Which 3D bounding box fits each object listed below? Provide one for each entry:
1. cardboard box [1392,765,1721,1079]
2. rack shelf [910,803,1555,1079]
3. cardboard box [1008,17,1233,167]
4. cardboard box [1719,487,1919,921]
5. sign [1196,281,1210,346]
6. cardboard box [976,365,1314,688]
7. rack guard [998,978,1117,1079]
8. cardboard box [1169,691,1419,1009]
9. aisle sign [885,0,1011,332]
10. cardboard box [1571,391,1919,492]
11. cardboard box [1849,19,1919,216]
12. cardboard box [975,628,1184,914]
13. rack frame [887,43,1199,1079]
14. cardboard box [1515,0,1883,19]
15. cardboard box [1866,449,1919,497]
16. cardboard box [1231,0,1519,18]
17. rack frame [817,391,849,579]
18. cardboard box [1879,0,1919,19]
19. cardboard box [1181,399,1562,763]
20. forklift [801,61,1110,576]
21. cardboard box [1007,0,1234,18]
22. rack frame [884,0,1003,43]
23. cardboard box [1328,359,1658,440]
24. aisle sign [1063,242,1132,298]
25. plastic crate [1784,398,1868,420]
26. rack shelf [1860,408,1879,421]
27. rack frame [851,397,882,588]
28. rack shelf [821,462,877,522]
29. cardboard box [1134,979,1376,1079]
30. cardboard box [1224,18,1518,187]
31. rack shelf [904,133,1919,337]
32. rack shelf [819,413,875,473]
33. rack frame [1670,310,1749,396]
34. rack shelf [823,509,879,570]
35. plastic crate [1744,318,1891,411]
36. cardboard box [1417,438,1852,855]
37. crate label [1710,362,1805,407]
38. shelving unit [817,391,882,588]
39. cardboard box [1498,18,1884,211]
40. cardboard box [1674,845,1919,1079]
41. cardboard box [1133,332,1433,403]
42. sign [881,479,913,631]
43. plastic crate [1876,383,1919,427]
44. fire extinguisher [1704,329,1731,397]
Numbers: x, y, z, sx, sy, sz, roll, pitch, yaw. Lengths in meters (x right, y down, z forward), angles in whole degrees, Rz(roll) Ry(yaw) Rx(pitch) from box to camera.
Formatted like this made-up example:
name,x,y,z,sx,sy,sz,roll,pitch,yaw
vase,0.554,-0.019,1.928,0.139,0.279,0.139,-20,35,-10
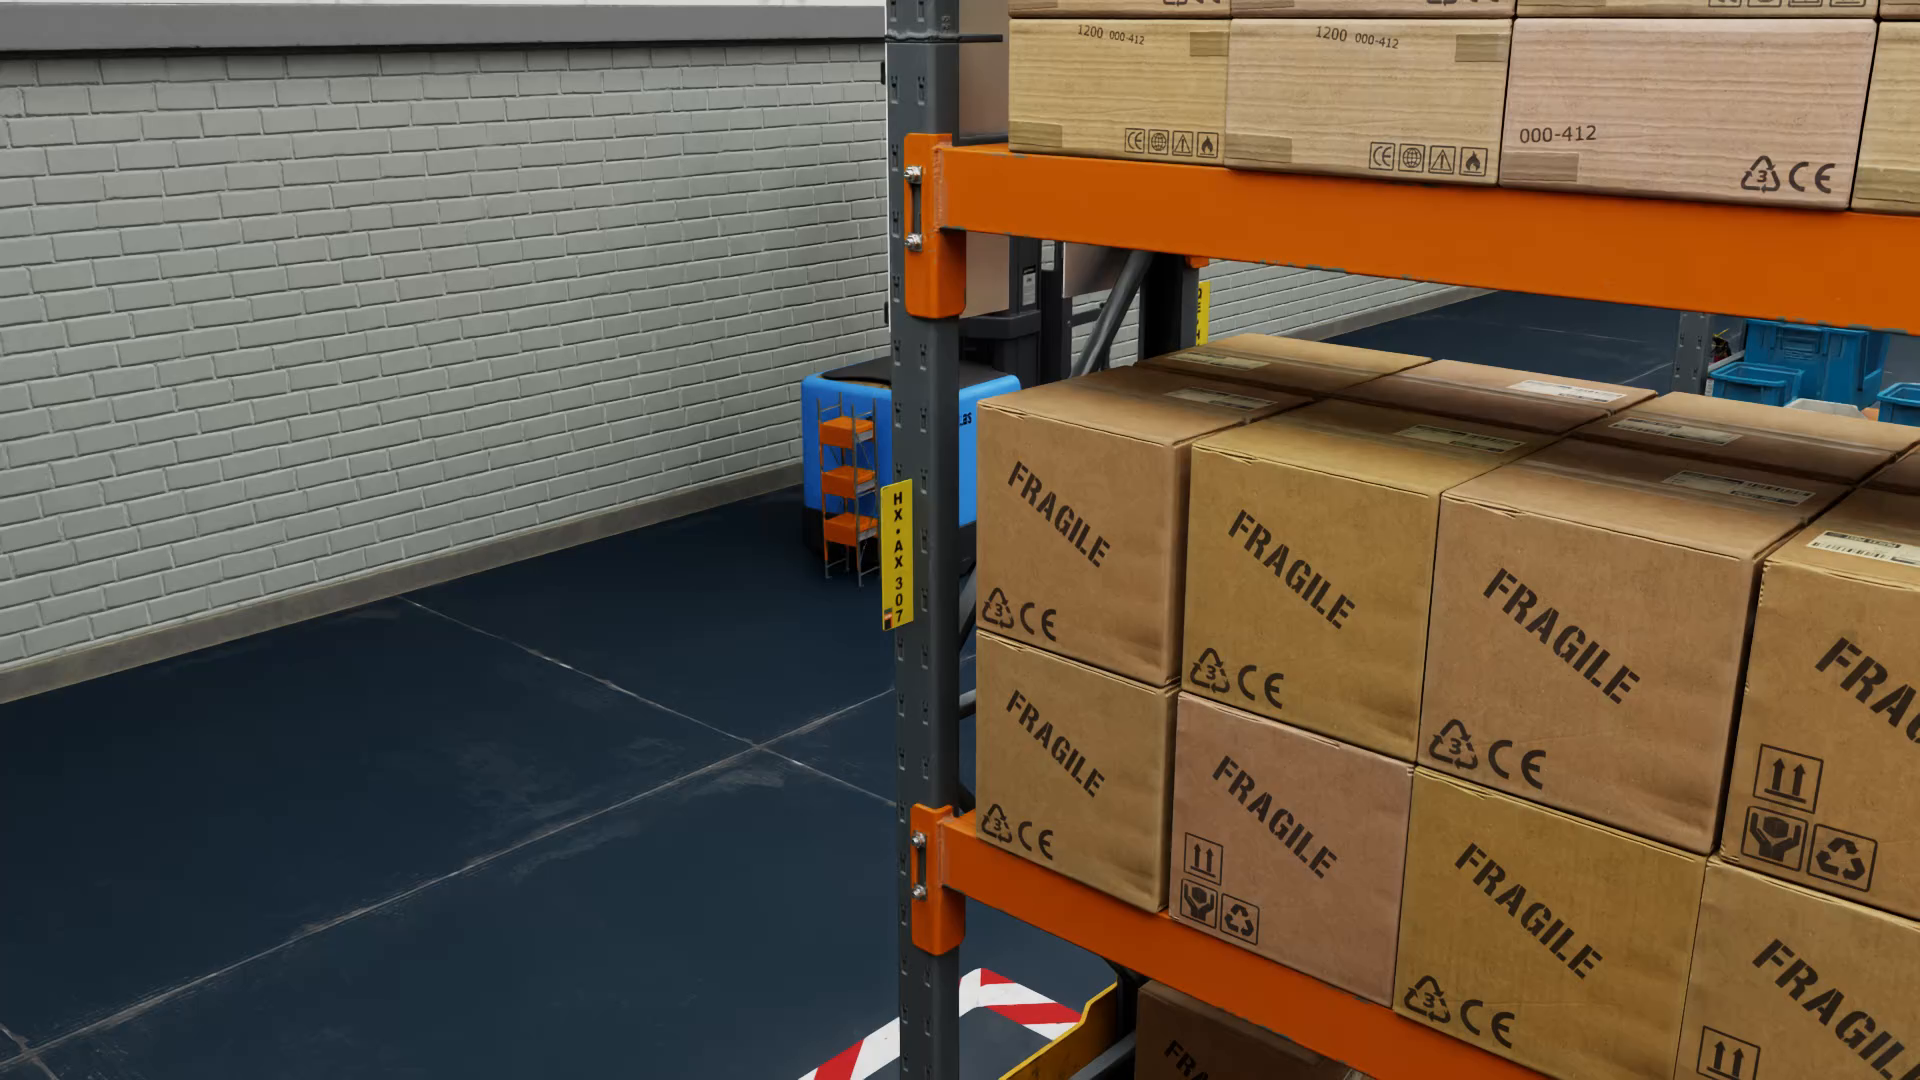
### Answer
name,x,y,z,sx,sy,sz,roll,pitch,yaw
cardboard box,1.146,0.628,3.010,0.500,0.500,0.500,15,23,39
rack shelf,1.722,1.067,2.980,4.000,0.370,1.077,15,23,39
cardboard box,0.442,-0.875,3.199,0.500,0.250,0.500,15,23,39
cardboard box,1.531,0.254,2.535,0.500,0.500,0.500,15,23,39
sign,0.610,-0.501,4.296,0.005,0.325,0.100,15,23,39
cardboard box,0.383,-0.053,3.501,0.500,0.500,0.500,16,24,41
rack guard,0.283,1.529,4.466,0.348,0.500,1.175,15,23,39
cardboard box,0.773,0.526,3.330,0.500,0.500,0.500,15,23,39
aisle sign,-0.020,-0.864,3.577,0.004,0.787,0.394,15,23,39
cardboard box,1.511,0.030,3.241,0.500,0.500,0.500,16,24,41
cardboard box,1.560,-0.573,2.246,0.500,0.250,0.500,15,23,39
cardboard box,0.383,0.424,3.652,0.500,0.500,0.500,16,23,40
rack frame,0.226,0.323,4.136,0.127,3.000,1.000,15,23,39
cardboard box,1.185,-0.911,2.486,0.500,0.250,0.500,15,23,39
cardboard box,1.895,0.133,2.916,0.500,0.500,0.500,16,24,41
cardboard box,0.807,-1.010,2.797,0.500,0.250,0.500,15,23,39
rack frame,-0.708,-0.301,9.314,0.008,1.050,0.200,13,23,34
cardboard box,1.557,-0.810,2.167,0.500,0.250,0.500,15,23,39
cardboard box,0.779,0.050,3.176,0.500,0.500,0.500,15,23,40
forklift,0.344,-1.582,10.250,1.130,2.935,3.031,12,21,34
cardboard box,0.438,-1.112,3.119,0.500,0.250,0.500,15,23,39
rack frame,0.226,-2.537,3.229,0.127,3.000,1.000,15,23,39
cardboard box,1.120,-0.073,3.565,0.500,0.500,0.500,16,24,41
aisle sign,0.379,-0.999,4.004,0.004,0.787,0.394,15,23,39
plastic crate,3.668,-0.493,7.043,0.298,0.136,0.250,15,23,39
rack shelf,5.013,-0.053,6.509,4.000,0.370,1.077,15,23,39
rack frame,-0.512,-0.257,9.176,0.008,1.050,0.200,13,23,34
rack shelf,-0.610,-0.269,9.248,0.240,0.259,0.215,13,23,34
cardboard box,0.796,1.358,4.279,0.500,0.500,0.500,15,23,39
cardboard box,0.807,-0.772,2.873,0.500,0.250,0.500,15,23,39
rack shelf,1.722,-0.363,2.526,4.000,0.370,1.077,15,23,39
rack shelf,-0.615,-0.538,9.156,0.240,0.259,0.215,13,23,34
rack frame,3.517,-0.797,7.665,0.127,3.000,1.000,15,23,39
rack shelf,-0.605,-0.006,9.339,0.240,0.259,0.215,13,23,34
plastic crate,3.891,-0.818,7.572,0.499,0.435,0.616,15,23,39
cardboard box,1.150,0.152,2.856,0.500,0.500,0.500,15,23,40
crate label,3.483,-0.622,7.290,0.303,0.233,0.416,15,23,39
shelving unit,-0.610,-0.279,9.245,0.252,1.050,0.215,13,23,34
cardboard box,1.182,-0.672,2.558,0.500,0.250,0.500,15,23,39
cardboard box,1.519,0.728,2.693,0.500,0.500,0.500,15,23,40
cardboard box,0.742,-0.174,3.884,0.500,0.500,0.500,15,23,39
sign,-0.134,0.033,3.618,0.005,0.325,0.100,15,23,39
plastic crate,3.976,-0.490,6.874,0.300,0.233,0.416,15,23,39
fire extinguisher,3.706,-0.716,8.153,0.183,0.674,0.296,15,23,39
